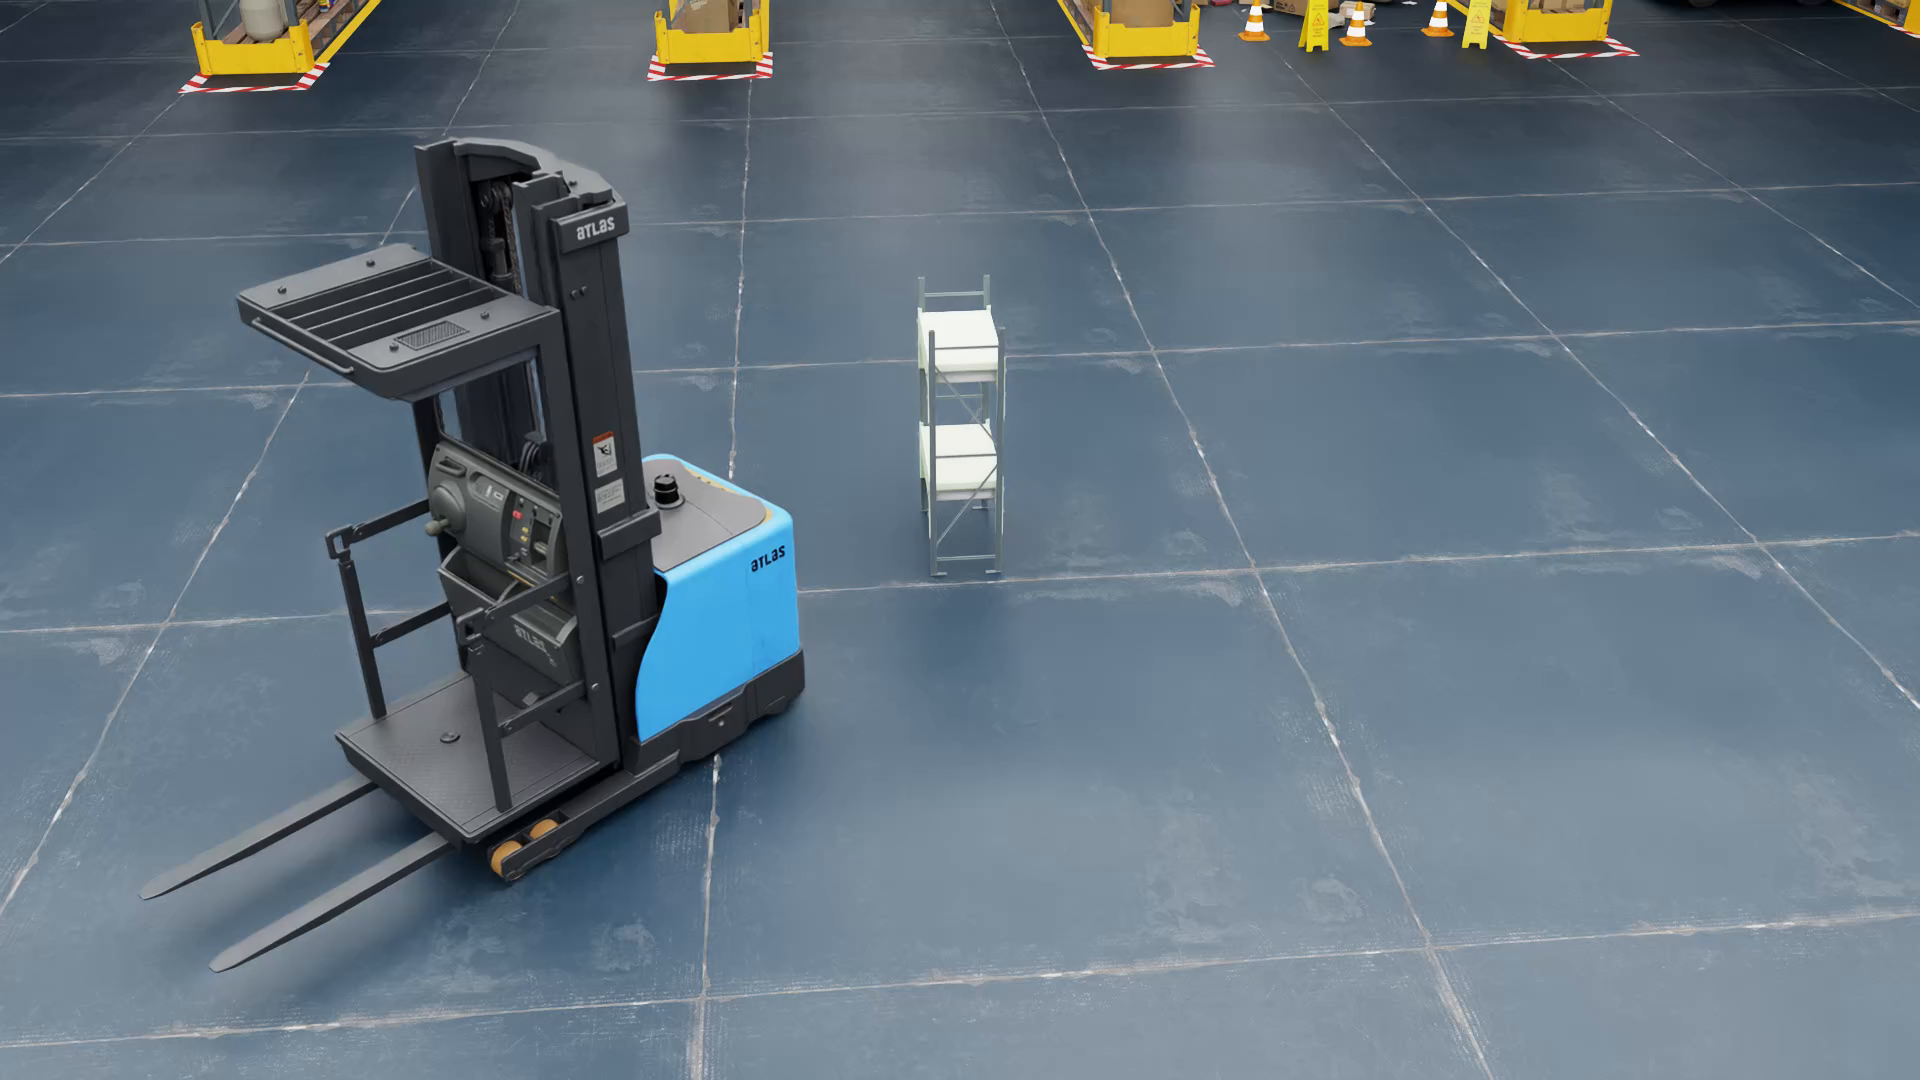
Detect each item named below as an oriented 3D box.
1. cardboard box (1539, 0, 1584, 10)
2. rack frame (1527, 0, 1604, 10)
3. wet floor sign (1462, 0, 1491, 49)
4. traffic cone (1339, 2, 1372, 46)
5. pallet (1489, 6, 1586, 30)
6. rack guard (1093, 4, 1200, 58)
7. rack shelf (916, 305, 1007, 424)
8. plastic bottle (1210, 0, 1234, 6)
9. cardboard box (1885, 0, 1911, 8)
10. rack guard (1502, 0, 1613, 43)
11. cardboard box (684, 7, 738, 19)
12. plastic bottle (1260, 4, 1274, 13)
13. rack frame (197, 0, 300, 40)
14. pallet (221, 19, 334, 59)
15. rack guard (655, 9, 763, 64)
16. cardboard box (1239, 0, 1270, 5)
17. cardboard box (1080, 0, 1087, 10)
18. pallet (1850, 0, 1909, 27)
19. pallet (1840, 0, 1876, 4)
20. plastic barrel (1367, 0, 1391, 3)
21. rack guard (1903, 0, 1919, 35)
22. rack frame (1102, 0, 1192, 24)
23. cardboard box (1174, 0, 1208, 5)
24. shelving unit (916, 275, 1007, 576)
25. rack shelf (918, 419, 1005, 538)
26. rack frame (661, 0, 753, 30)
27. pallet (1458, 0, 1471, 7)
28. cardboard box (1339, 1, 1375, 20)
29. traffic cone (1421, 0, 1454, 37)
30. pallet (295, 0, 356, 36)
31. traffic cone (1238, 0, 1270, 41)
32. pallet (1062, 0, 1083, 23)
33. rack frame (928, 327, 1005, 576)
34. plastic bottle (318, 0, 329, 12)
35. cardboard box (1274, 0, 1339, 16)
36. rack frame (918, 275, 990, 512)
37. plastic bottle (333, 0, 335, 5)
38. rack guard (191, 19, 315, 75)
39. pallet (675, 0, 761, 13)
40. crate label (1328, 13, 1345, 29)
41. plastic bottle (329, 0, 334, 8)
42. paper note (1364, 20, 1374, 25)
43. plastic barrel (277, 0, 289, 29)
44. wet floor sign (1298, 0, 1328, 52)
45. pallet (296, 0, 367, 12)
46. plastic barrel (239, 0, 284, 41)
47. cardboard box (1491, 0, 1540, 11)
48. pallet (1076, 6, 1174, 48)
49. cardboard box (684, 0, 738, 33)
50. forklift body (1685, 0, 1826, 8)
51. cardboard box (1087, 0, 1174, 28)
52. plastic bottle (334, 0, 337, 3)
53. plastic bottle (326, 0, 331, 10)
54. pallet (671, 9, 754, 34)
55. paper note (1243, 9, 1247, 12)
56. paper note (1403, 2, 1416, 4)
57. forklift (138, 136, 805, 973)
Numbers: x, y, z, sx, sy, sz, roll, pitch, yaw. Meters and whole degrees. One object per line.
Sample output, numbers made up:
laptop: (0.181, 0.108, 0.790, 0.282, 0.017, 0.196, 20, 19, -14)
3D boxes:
cardboard box: (7.243, -6.627, 20.191, 0.500, 0.250, 0.500, -3, 31, -5)
rack frame: (7.043, -7.202, 18.882, 1.000, 3.000, 0.127, -3, 31, -5)
wet floor sign: (5.996, -6.043, 19.237, 0.267, 0.644, 0.232, 8, 32, 13)
traffic cone: (4.645, -6.043, 19.417, 0.336, 0.463, 0.334, -3, 31, -5)
pallet: (6.995, -6.460, 20.359, 1.003, 0.211, 1.213, -3, 31, -5)
rack guard: (2.127, -5.827, 19.019, 1.175, 0.500, 0.348, -3, 31, -5)
rack shelf: (0.001, -0.976, 9.160, 0.431, 0.370, 0.720, -3, 31, -5)
plastic bottle: (3.336, -6.843, 21.146, 0.283, 0.061, 0.133, -14, 33, -22)
cardboard box: (11.626, -6.666, 20.257, 0.500, 0.250, 0.500, -3, 31, -4)
rack guard: (7.036, -6.167, 19.588, 1.175, 0.500, 0.348, -3, 31, -5)
cardboard box: (-2.955, -6.457, 19.663, 0.500, 0.500, 0.500, 5, 31, 8)
plastic bottle: (3.806, -6.677, 20.869, 0.133, 0.061, 0.283, -14, 33, -22)
rack frame: (-7.755, -6.490, 17.690, 1.000, 3.000, 0.127, -3, 31, -5)
pallet: (-7.879, -5.744, 19.161, 1.003, 0.211, 1.213, -3, 31, -5)
rack guard: (-2.831, -5.692, 18.793, 1.175, 0.500, 0.348, -3, 31, -5)
cardboard box: (3.745, -6.992, 21.197, 0.396, 0.266, 0.258, 2, 31, 4)
cardboard box: (1.911, -6.973, 20.162, 0.875, 0.875, 0.875, -3, 31, -5)
pallet: (11.872, -6.633, 20.648, 1.003, 0.211, 1.213, -3, 31, -5)
pallet: (11.761, -7.254, 21.689, 1.003, 0.211, 1.213, -3, 31, -5)
plastic barrel: (5.343, -7.078, 21.186, 0.512, 0.421, 0.421, 20, 36, 29)
rack guard: (11.987, -6.356, 19.903, 1.175, 0.500, 0.348, -3, 31, -5)
rack frame: (2.124, -6.913, 18.398, 1.000, 3.000, 0.127, -3, 31, -5)
cardboard box: (2.917, -7.140, 21.213, 0.500, 0.500, 0.500, 2, 31, 4)
shelving unit: (0.001, -0.640, 9.360, 0.431, 1.500, 0.755, -3, 31, -5)
rack shelf: (0.001, -0.361, 9.527, 0.431, 0.370, 0.720, -3, 31, -5)
rack frame: (-2.823, -6.727, 18.087, 1.000, 3.000, 0.127, -3, 31, -5)
pallet: (6.885, -7.081, 21.399, 1.003, 0.211, 1.213, -3, 31, -5)
cardboard box: (4.910, -6.550, 20.570, 0.380, 0.149, 0.250, 13, 33, 21)
traffic cone: (5.719, -6.270, 19.796, 0.336, 0.463, 0.334, -3, 31, -5)
pallet: (-7.990, -6.365, 20.201, 1.003, 0.211, 1.213, -3, 31, -5)
traffic cone: (3.489, -6.163, 19.617, 0.336, 0.463, 0.334, -3, 31, -5)
pallet: (1.861, -6.742, 20.831, 1.003, 0.211, 1.213, -3, 31, -5)
rack frame: (0.035, -0.454, 9.047, 0.400, 1.500, 0.023, -3, 31, -5)
plastic bottle: (-7.614, -6.448, 19.851, 0.097, 0.271, 0.097, 0, 31, 0)
cardboard box: (4.359, -6.905, 20.820, 0.637, 0.503, 0.797, 27, 40, 37)
rack frame: (-0.034, -0.827, 9.673, 0.400, 1.500, 0.023, -3, 31, -5)
plastic bottle: (-7.646, -6.623, 20.144, 0.097, 0.271, 0.097, 0, 31, 0)
rack guard: (-7.809, -5.453, 18.392, 1.175, 0.500, 0.348, -3, 31, -5)
pallet: (-2.982, -6.606, 20.604, 1.003, 0.211, 1.213, -3, 31, -5)
crate label: (4.510, -6.302, 20.167, 0.250, 0.136, 0.298, -20, 36, -30)
plastic bottle: (-7.617, -6.569, 20.043, 0.061, 0.283, 0.133, -2, 31, -4)
paper note: (4.973, -6.314, 20.291, 0.148, 0.019, 0.142, -14, 33, -22)
plastic barrel: (-7.939, -6.190, 19.205, 0.421, 0.512, 0.421, 0, 31, 0)
wet floor sign: (4.098, -5.982, 19.136, 0.267, 0.644, 0.232, -8, 32, -13)
pallet: (-8.107, -6.990, 21.246, 1.003, 0.211, 1.213, -3, 31, -5)
plastic barrel: (-7.892, -5.934, 18.776, 0.421, 0.512, 0.421, 0, 31, 0)
cardboard box: (6.698, -6.614, 20.169, 0.500, 0.250, 0.500, -3, 31, -5)
pallet: (1.972, -6.120, 19.791, 1.003, 0.211, 1.213, -3, 31, -5)
cardboard box: (-2.865, -6.154, 19.155, 0.500, 0.500, 0.500, 3, 31, 5)
forklift body: (9.991, -7.958, 20.975, 2.313, 2.155, 1.214, -3, 31, -5)
cardboard box: (1.995, -6.524, 19.410, 0.875, 0.875, 0.875, -3, 31, -4)
plastic bottle: (-7.655, -6.674, 20.230, 0.097, 0.271, 0.097, 0, 31, 0)
plastic bottle: (-7.624, -6.471, 19.957, 0.097, 0.201, 0.097, 0, 31, 0)
pallet: (-2.871, -5.985, 19.564, 1.003, 0.211, 1.213, -3, 31, -5)
paper note: (3.565, -6.647, 20.868, 0.032, 0.001, 0.123, 13, 33, 21)
paper note: (5.735, -6.848, 21.185, 0.142, 0.019, 0.148, -14, 33, -22)
forklift: (-2.140, -0.069, 7.007, 1.130, 2.935, 3.031, 25, 39, 35)
